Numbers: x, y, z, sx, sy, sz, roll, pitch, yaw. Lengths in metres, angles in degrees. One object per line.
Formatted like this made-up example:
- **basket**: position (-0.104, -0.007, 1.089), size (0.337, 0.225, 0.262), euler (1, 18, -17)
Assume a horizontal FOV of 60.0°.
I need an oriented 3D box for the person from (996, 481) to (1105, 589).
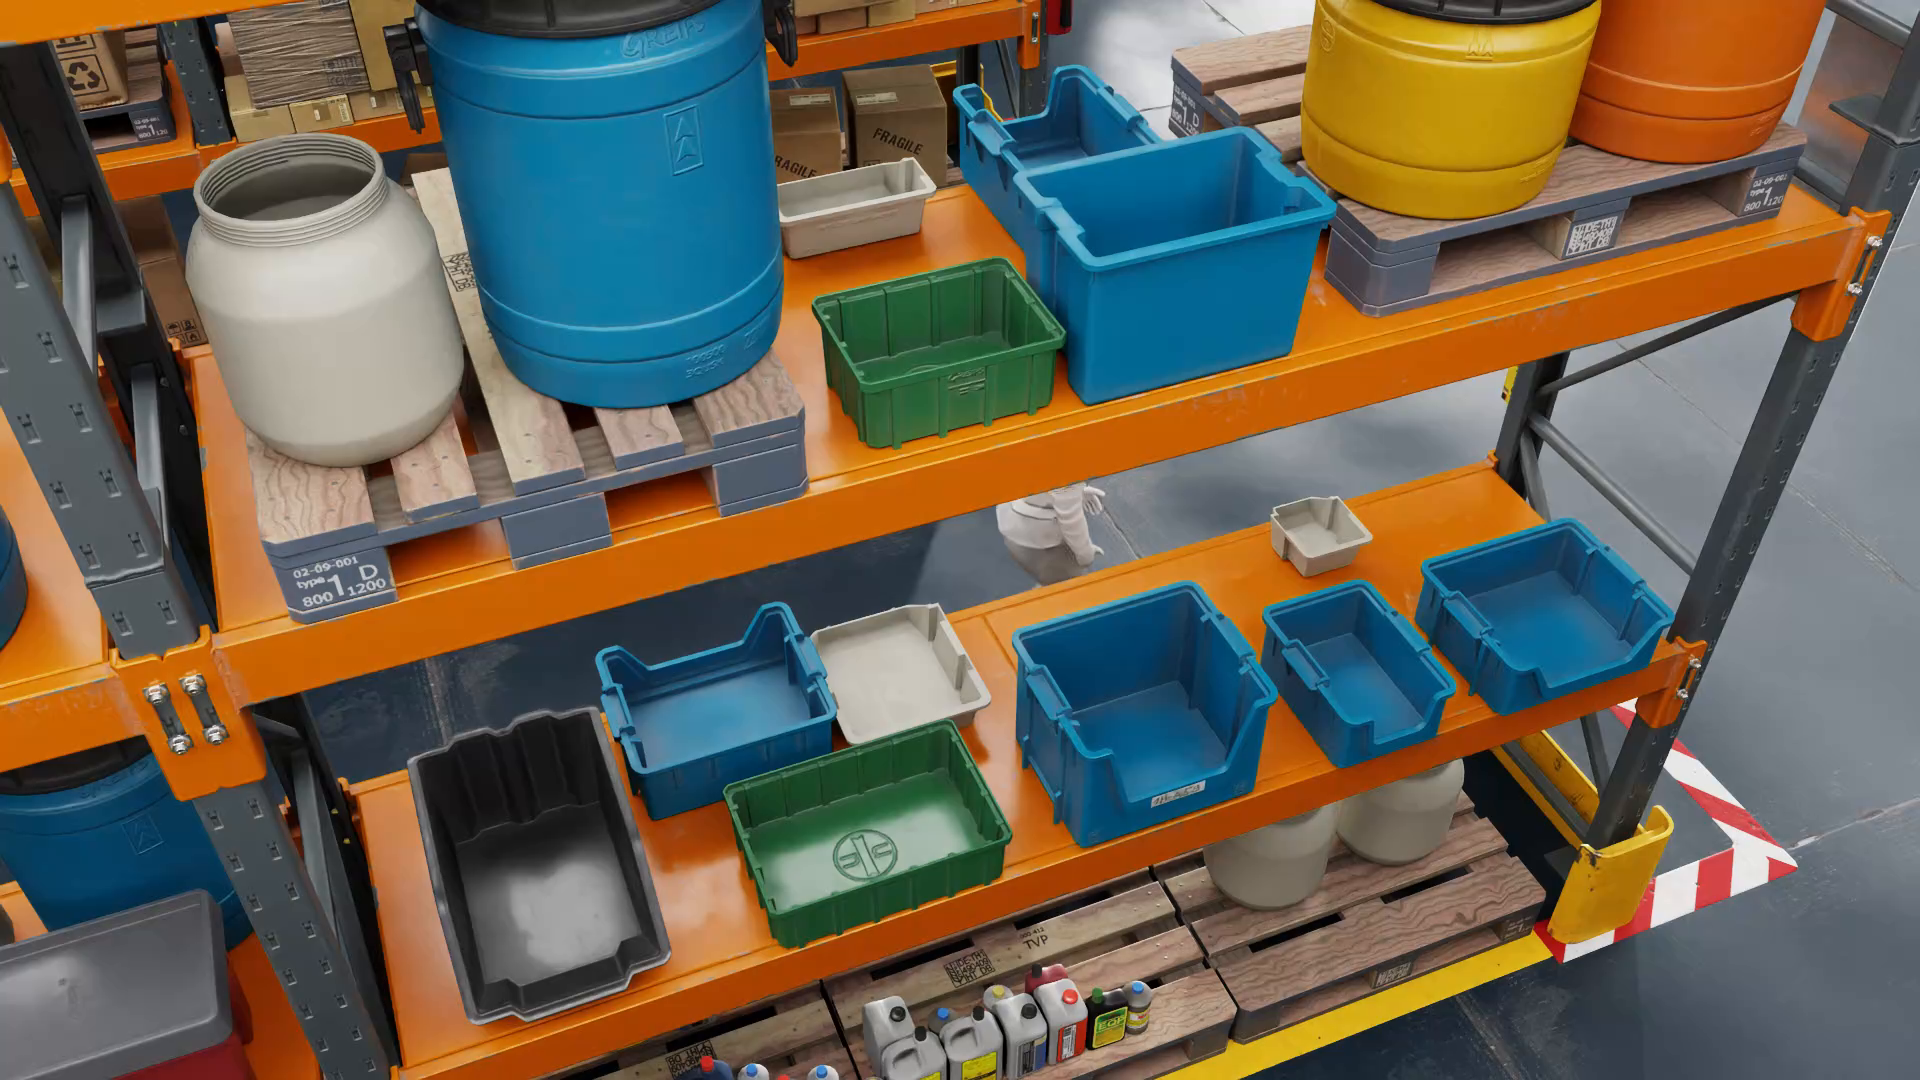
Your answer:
- **person**: position (0.378, -0.080, 6.303), size (0.485, 1.604, 0.508), euler (-1, 42, -2)
